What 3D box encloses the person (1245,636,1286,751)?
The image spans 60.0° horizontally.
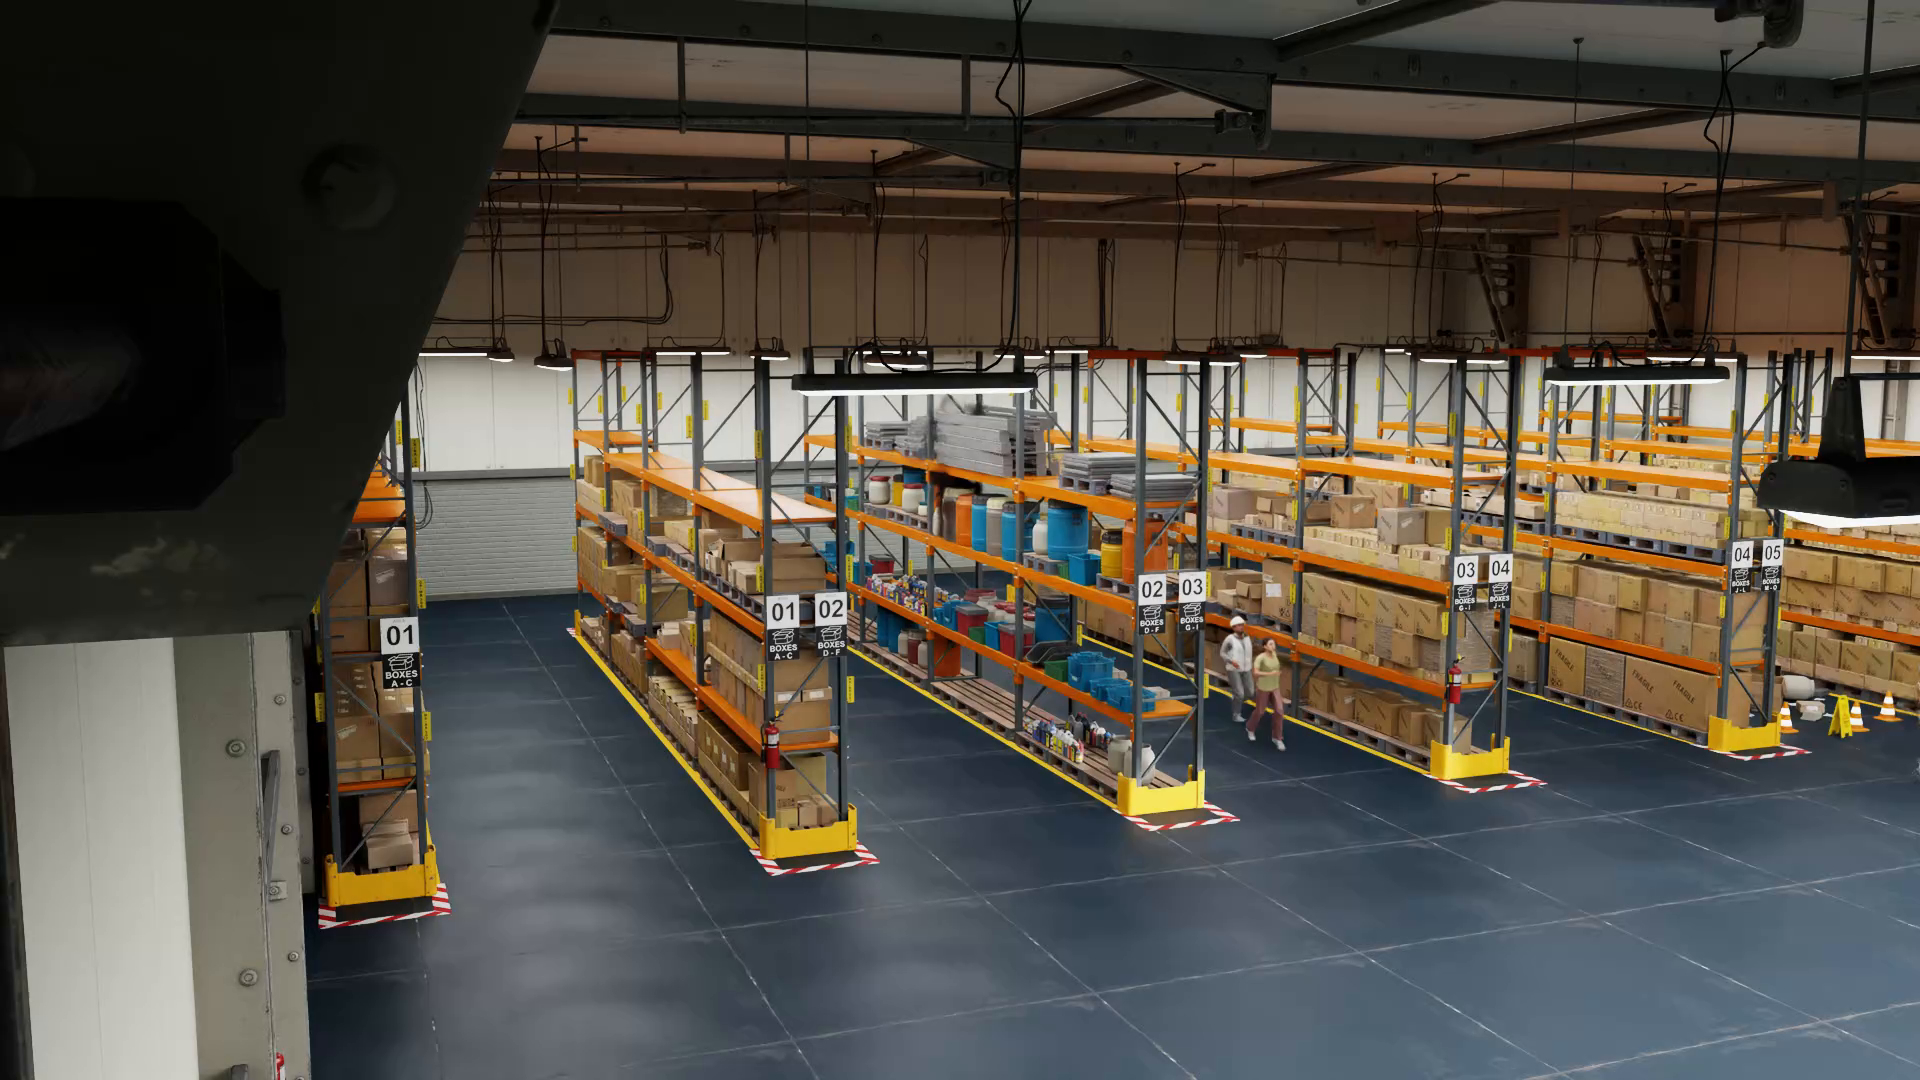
[{"bbox_3d":[4.692,2.320,25.547,0.576,1.720,0.831,-4,8,-27],"label":"person"}]

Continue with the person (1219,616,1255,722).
[{"bbox_3d":[4.551,2.105,27.153,0.656,1.722,0.606,-3,8,-23],"label":"person"}]
